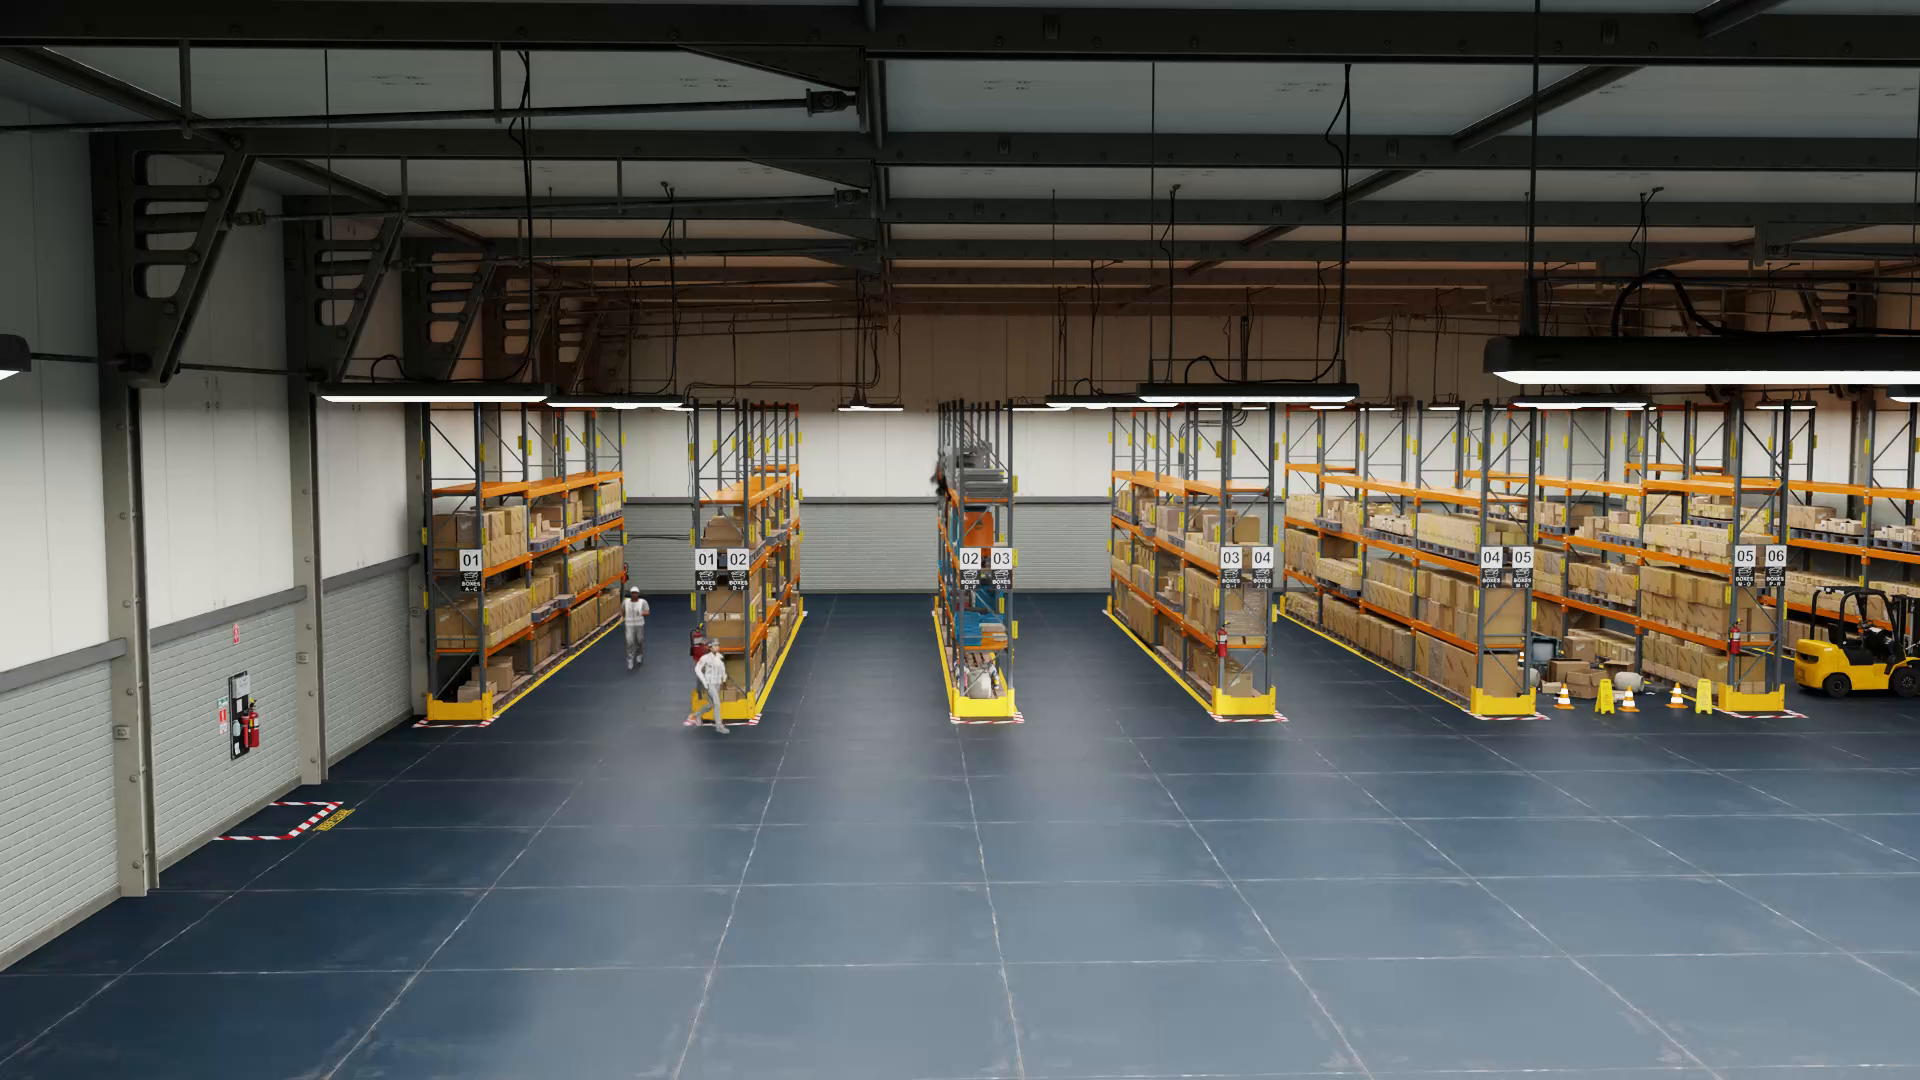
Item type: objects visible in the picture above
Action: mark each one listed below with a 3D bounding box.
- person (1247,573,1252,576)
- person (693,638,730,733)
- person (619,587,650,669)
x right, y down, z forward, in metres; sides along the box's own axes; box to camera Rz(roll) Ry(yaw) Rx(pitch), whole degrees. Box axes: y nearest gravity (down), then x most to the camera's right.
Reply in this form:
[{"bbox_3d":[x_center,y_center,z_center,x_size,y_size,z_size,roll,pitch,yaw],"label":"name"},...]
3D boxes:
[{"bbox_3d":[8.516,1.172,48.297,0.928,1.791,0.770,-3,5,-36],"label":"person"},{"bbox_3d":[-4.449,2.590,29.907,0.892,1.681,0.615,3,5,36],"label":"person"},{"bbox_3d":[-7.349,1.950,37.559,0.680,1.797,0.932,-1,4,-9],"label":"person"}]
